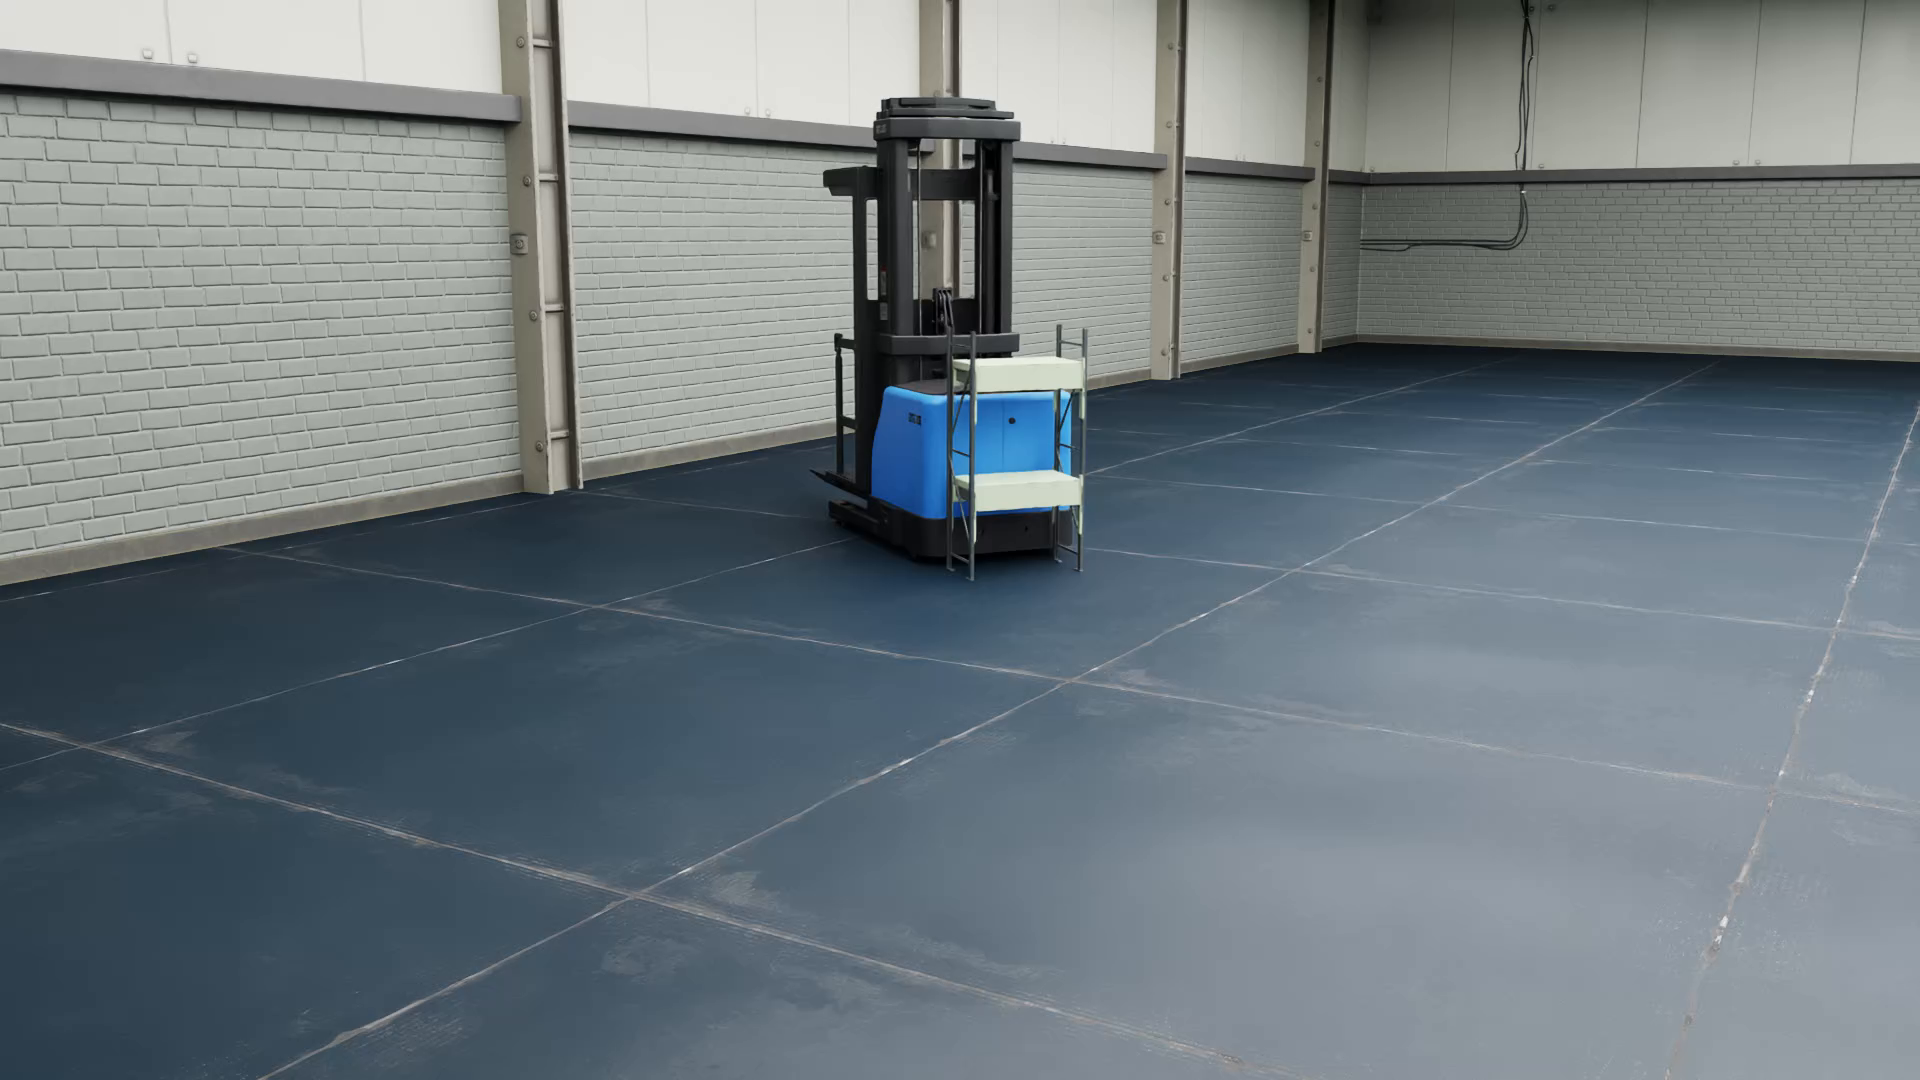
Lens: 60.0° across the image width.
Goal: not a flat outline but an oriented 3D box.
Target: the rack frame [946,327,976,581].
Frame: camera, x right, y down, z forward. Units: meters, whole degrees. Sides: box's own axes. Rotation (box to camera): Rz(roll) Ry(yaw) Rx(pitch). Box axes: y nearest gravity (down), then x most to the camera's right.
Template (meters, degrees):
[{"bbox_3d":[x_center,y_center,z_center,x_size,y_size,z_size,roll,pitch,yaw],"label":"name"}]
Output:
[{"bbox_3d":[0.004,-0.523,10.070,0.023,1.500,0.400,-4,12,-22],"label":"rack frame"}]

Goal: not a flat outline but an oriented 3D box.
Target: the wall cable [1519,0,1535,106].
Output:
[{"bbox_3d":[10.995,-8.700,28.099,3.097,2.526,0.112,6,12,31],"label":"wall cable"}]

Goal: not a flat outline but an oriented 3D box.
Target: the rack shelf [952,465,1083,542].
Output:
[{"bbox_3d":[0.341,-0.229,10.269,0.720,0.370,0.431,-4,12,-22],"label":"rack shelf"}]

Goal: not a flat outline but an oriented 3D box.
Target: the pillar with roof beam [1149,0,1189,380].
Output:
[{"bbox_3d":[6.588,-6.310,20.621,9.100,9.000,0.400,6,12,31],"label":"pillar with roof beam"}]

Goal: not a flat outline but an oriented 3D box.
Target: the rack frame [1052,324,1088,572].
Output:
[{"bbox_3d":[0.682,-0.574,10.340,0.023,1.500,0.400,-4,12,-22],"label":"rack frame"}]

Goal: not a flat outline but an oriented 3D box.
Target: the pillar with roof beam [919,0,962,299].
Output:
[{"bbox_3d":[3.473,-5.367,15.580,9.100,9.000,0.400,6,12,31],"label":"pillar with roof beam"}]

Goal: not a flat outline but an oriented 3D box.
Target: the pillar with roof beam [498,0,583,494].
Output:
[{"bbox_3d":[0.357,-4.423,10.540,9.100,9.000,0.400,6,12,31],"label":"pillar with roof beam"}]

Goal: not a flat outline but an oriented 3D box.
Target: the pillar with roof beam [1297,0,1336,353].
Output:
[{"bbox_3d":[9.703,-7.254,25.661,9.100,9.000,0.400,6,12,31],"label":"pillar with roof beam"}]

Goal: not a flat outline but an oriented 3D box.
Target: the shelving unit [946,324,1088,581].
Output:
[{"bbox_3d":[0.343,-0.549,10.205,0.755,1.500,0.431,-4,12,-22],"label":"shelving unit"}]

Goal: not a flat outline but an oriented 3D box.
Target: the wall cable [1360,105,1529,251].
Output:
[{"bbox_3d":[8.683,-6.476,29.944,3.097,2.526,0.112,6,12,31],"label":"wall cable"}]

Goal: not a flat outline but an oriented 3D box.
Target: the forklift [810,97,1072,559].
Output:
[{"bbox_3d":[-0.301,-1.552,11.695,1.130,2.935,3.031,-4,11,-22],"label":"forklift"}]

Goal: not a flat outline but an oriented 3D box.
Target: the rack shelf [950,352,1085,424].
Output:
[{"bbox_3d":[0.345,-0.931,10.128,0.720,0.370,0.431,-4,12,-22],"label":"rack shelf"}]
